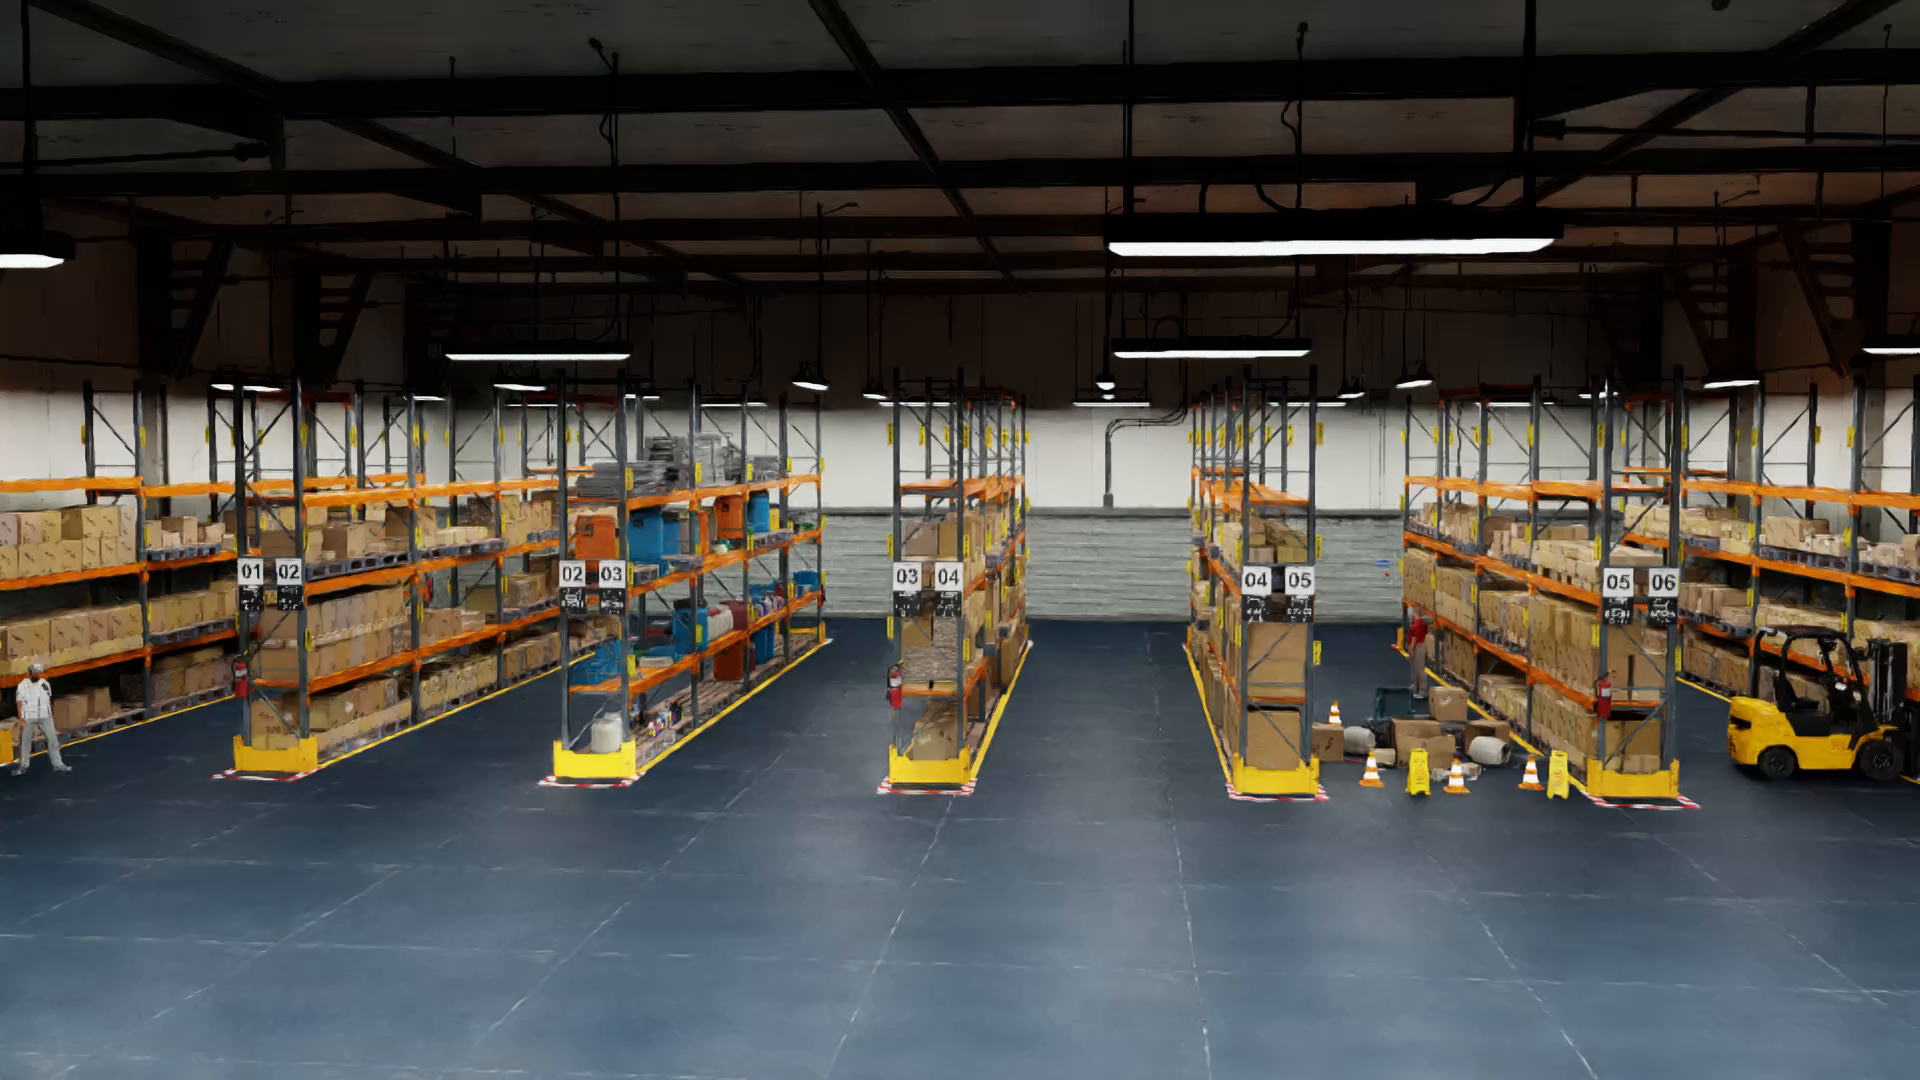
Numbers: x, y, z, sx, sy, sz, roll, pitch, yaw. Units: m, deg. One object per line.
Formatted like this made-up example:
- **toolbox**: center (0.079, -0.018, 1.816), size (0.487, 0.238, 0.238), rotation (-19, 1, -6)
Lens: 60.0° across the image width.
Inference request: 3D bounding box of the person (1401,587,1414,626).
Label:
- **person**: center (11.407, 1.603, 41.978), size (0.461, 1.607, 0.515), rotation (-2, 4, -28)

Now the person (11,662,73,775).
- **person**: center (-13.659, 2.634, 24.662), size (0.565, 1.655, 0.734), rotation (3, 5, 44)

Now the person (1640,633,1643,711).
- **person**: center (11.389, 2.365, 27.953), size (0.443, 1.771, 0.632), rotation (-2, 4, -26)

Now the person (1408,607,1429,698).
- **person**: center (8.745, 2.147, 31.930), size (0.590, 1.712, 0.668), rotation (2, 4, 28)
